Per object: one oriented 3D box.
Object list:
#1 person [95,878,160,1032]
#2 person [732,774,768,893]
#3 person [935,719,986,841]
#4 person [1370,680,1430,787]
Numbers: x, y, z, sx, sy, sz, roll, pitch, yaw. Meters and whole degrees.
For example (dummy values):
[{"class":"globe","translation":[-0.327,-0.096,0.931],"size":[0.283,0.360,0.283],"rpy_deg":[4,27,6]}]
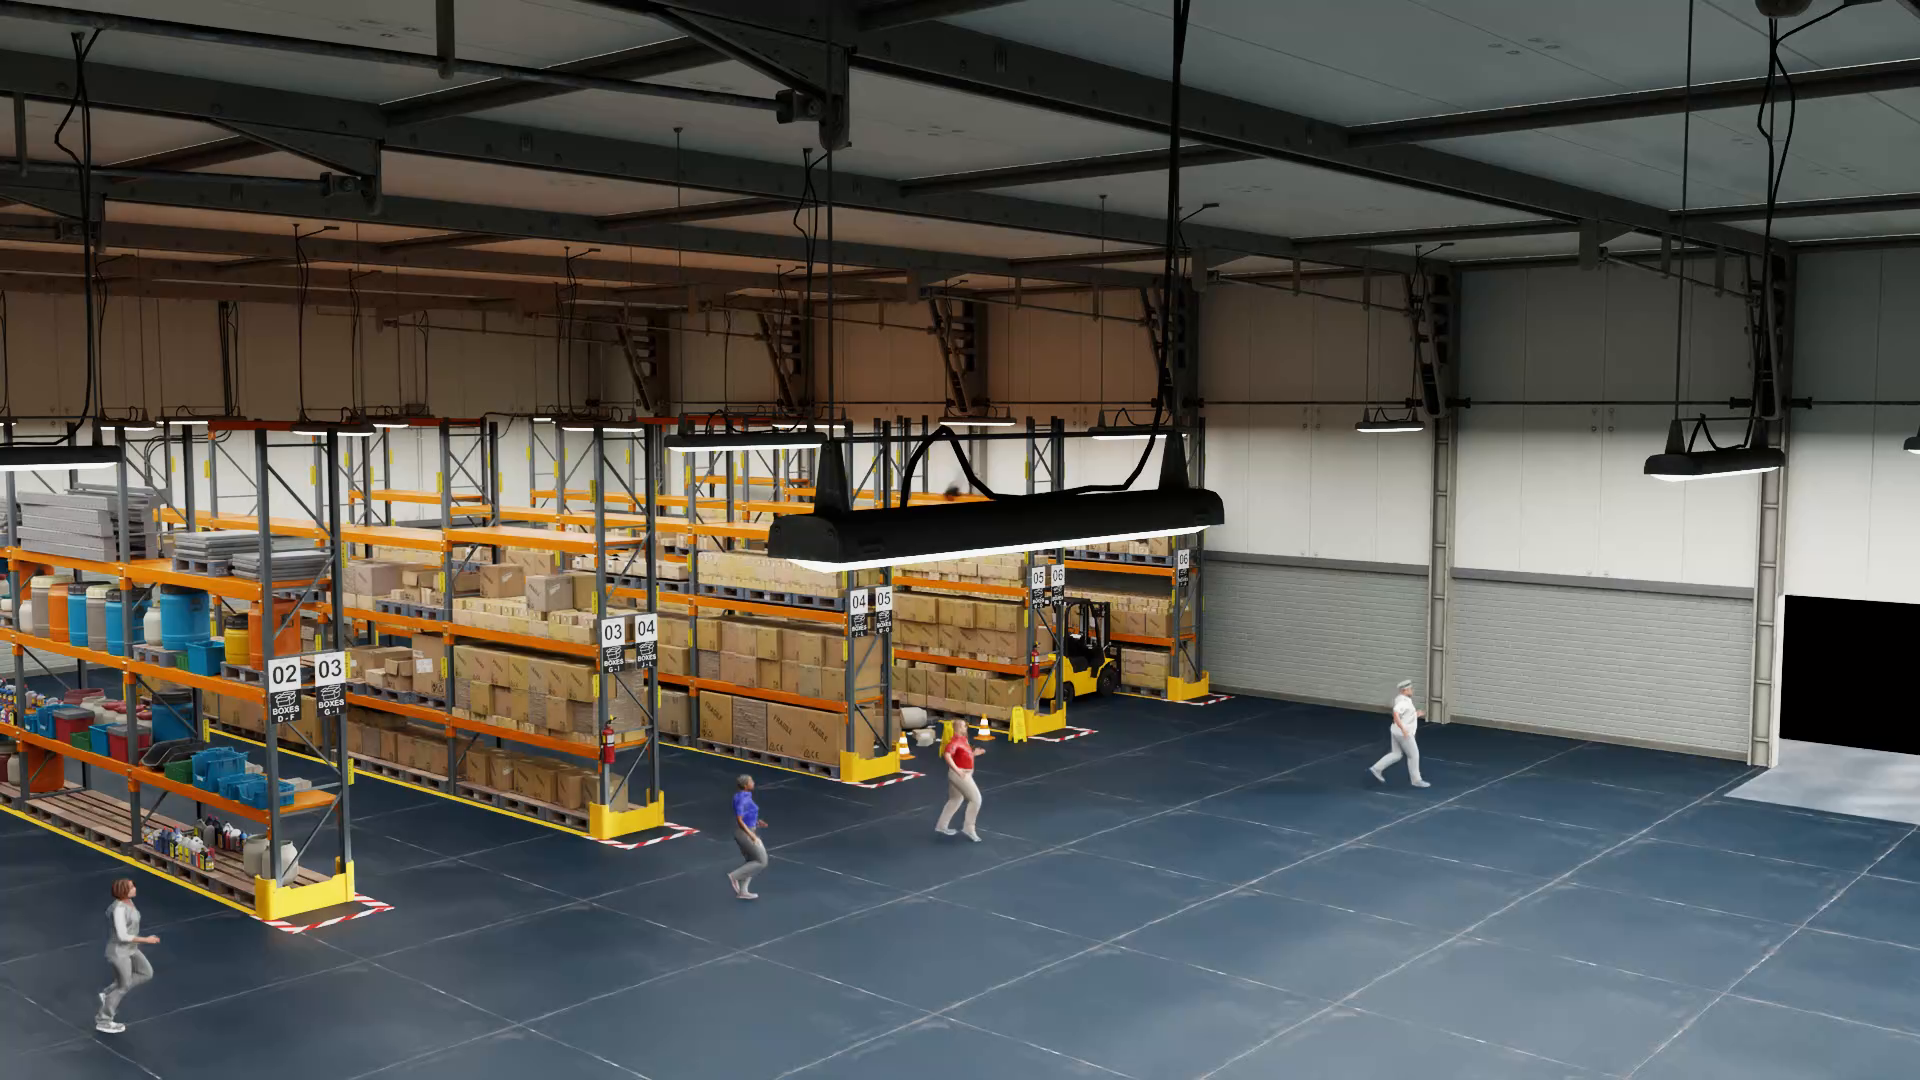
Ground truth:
[{"class":"person","translation":[-8.410,4.162,16.798],"size":[0.633,1.557,0.561],"rpy_deg":[-1,5,-16]},{"class":"person","translation":[-2.680,3.738,21.171],"size":[0.503,1.542,0.582],"rpy_deg":[-2,5,-21]},{"class":"person","translation":[0.013,3.478,24.050],"size":[0.751,1.794,0.637],"rpy_deg":[-1,5,-10]},{"class":"person","translation":[7.241,3.163,27.229],"size":[0.954,1.759,0.457],"rpy_deg":[0,5,-1]}]
